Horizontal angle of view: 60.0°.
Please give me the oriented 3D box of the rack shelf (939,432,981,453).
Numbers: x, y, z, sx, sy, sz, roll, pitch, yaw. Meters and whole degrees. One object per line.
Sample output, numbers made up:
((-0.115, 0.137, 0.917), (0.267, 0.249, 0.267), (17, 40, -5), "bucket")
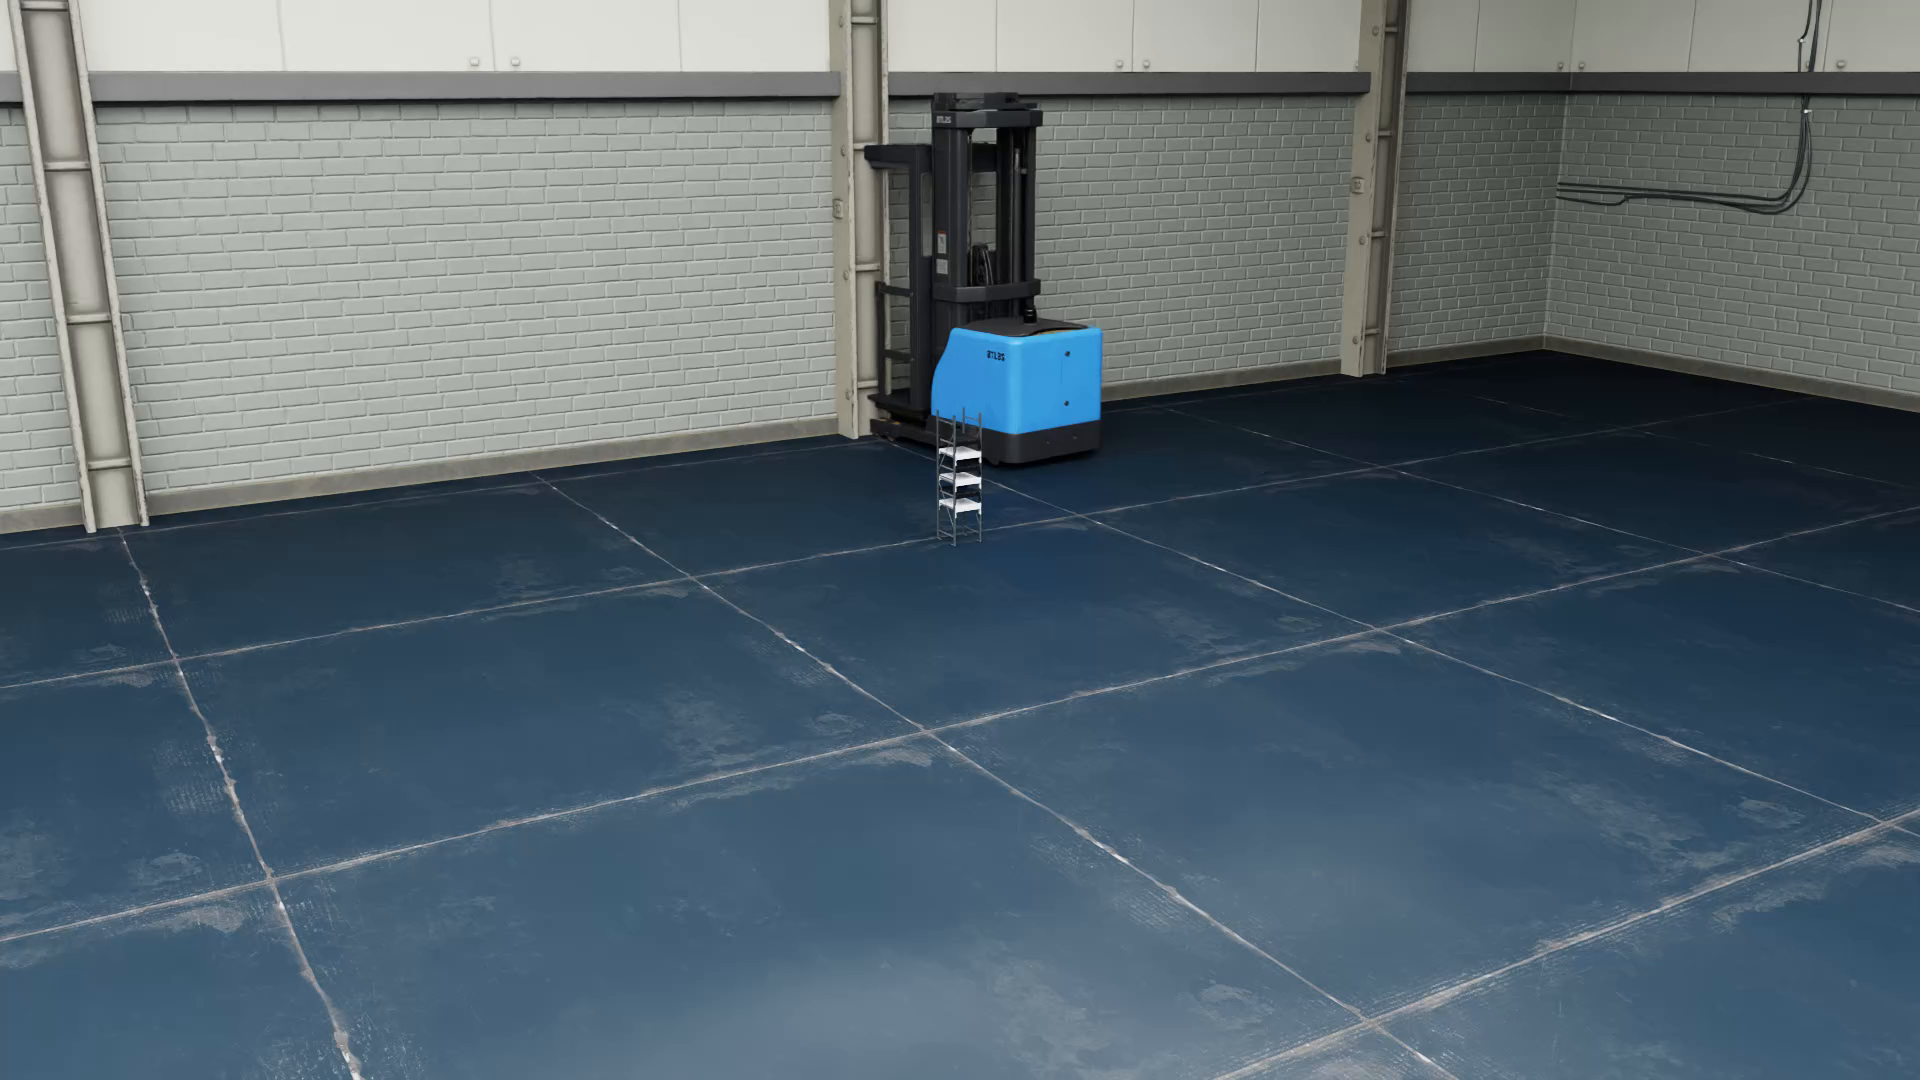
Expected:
((-0.007, -0.660, 11.220), (0.200, 0.077, 0.258), (-9, 18, -30), "rack shelf")

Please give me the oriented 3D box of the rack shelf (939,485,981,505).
((-0.007, -0.313, 11.318), (0.200, 0.077, 0.258), (-9, 18, -30), "rack shelf")

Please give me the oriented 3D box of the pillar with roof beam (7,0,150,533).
((-3.773, -3.450, 7.045), (0.400, 9.000, 9.100), (-9, 18, -30), "pillar with roof beam")

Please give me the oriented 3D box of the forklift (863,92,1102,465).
((-0.134, -2.349, 14.361), (1.130, 2.935, 3.031), (-13, 20, -38), "forklift")

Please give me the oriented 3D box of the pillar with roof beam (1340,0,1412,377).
((6.513, -5.118, 12.995), (0.400, 9.000, 9.100), (-9, 18, -30), "pillar with roof beam")

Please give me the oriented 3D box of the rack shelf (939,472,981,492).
((-0.007, -0.400, 11.293), (0.200, 0.077, 0.258), (-9, 18, -30), "rack shelf")

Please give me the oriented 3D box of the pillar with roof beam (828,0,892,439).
((1.370, -4.284, 10.020), (0.400, 9.000, 9.100), (-9, 18, -30), "pillar with roof beam")

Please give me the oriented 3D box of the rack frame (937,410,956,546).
((-0.094, -0.418, 11.234), (0.006, 0.900, 0.240), (-9, 18, -30), "rack frame")

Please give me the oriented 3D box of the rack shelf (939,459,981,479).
((-0.007, -0.487, 11.269), (0.200, 0.077, 0.258), (-9, 18, -30), "rack shelf")

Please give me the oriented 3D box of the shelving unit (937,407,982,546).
((-0.007, -0.432, 11.284), (0.210, 0.900, 0.258), (-9, 18, -30), "shelving unit")

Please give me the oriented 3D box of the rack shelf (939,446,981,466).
((-0.007, -0.573, 11.245), (0.200, 0.077, 0.258), (-9, 18, -30), "rack shelf")

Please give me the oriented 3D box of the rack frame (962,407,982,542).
((0.080, -0.446, 11.335), (0.006, 0.900, 0.240), (-9, 18, -30), "rack frame")

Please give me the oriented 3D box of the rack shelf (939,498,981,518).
((-0.007, -0.227, 11.342), (0.200, 0.077, 0.258), (-9, 18, -30), "rack shelf")

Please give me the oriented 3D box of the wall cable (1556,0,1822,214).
((7.502, -4.722, 17.337), (0.112, 2.526, 3.097), (-9, 18, -30), "wall cable")
